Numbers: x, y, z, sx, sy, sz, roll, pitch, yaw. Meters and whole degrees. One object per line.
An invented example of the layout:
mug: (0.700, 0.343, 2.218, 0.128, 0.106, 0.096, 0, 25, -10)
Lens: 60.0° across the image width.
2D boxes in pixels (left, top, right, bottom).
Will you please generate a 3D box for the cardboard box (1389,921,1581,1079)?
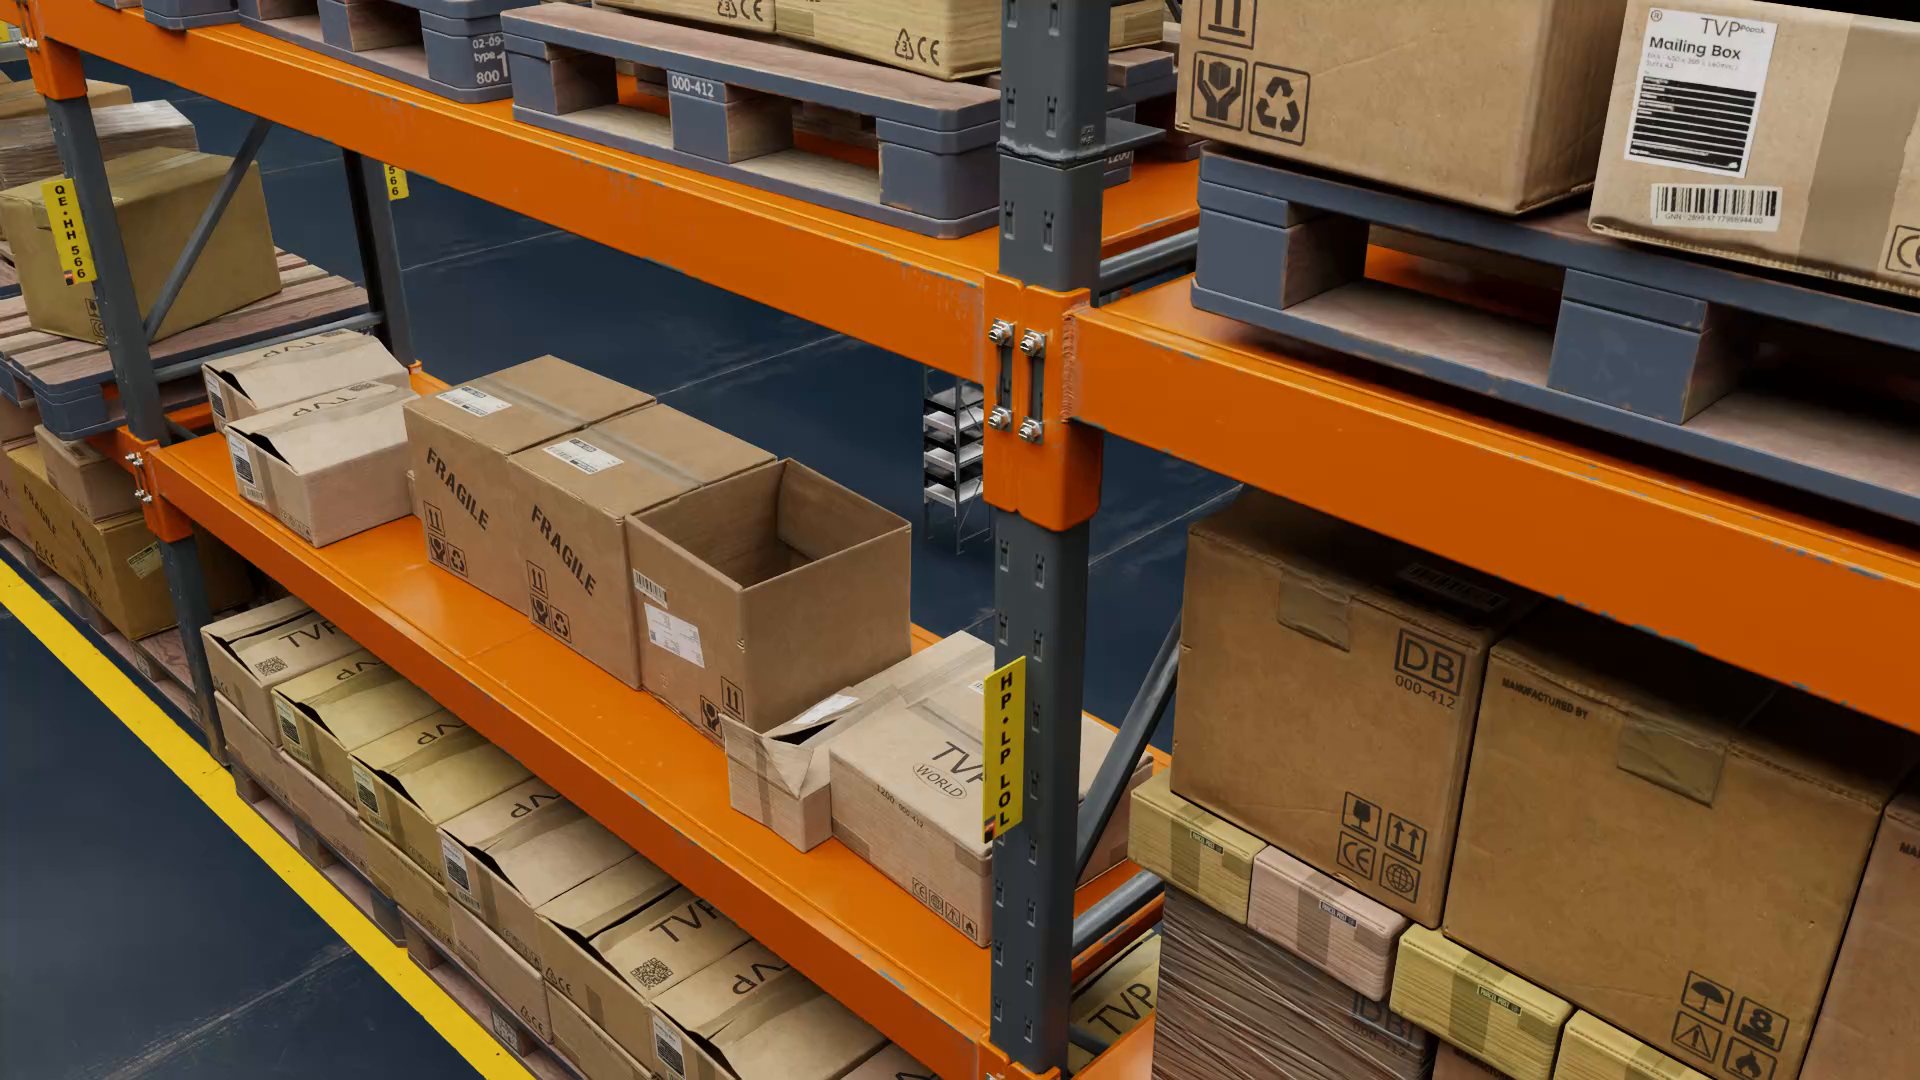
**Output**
cardboard box: (0.867, 0.625, 2.535, 0.250, 0.149, 0.380, 23, 36, 37)

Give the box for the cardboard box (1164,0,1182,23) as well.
cardboard box: (2.161, -4.301, 14.539, 0.875, 0.875, 1.225, 25, 36, 39)

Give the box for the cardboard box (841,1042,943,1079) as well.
cardboard box: (-0.043, 1.384, 3.795, 0.500, 0.311, 0.500, 25, 36, 38)

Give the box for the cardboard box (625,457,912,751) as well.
cardboard box: (-0.465, 0.166, 4.103, 0.500, 0.500, 0.500, -22, 35, -36)

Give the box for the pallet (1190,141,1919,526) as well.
pallet: (1.073, -0.380, 2.122, 1.213, 0.211, 1.003, 25, 36, 38)

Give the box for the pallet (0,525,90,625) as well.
pallet: (-3.777, -0.087, 7.688, 1.213, 0.211, 1.003, 25, 36, 38)

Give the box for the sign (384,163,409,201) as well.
sign: (-2.018, -1.364, 5.878, 0.005, 0.325, 0.100, 25, 36, 38)

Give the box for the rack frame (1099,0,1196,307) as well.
rack frame: (1.070, -2.309, 8.919, 0.127, 3.000, 1.000, 25, 36, 38)

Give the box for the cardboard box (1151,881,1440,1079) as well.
cardboard box: (0.768, 0.737, 3.018, 0.500, 0.500, 0.700, 23, 36, 37)

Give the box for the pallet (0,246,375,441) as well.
pallet: (-2.938, -0.780, 6.216, 1.003, 0.211, 1.213, 25, 36, 38)

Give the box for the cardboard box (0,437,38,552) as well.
cardboard box: (-3.984, -0.320, 7.349, 0.500, 0.500, 0.500, 23, 35, 37)

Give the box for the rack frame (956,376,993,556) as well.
rack frame: (0.067, -0.368, 7.483, 0.006, 0.900, 0.240, 25, 36, 38)

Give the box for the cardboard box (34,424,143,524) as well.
cardboard box: (-3.280, -0.331, 6.564, 0.500, 0.250, 0.500, -24, 36, -37)

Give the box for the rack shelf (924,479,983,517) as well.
rack shelf: (-0.006, -0.212, 7.645, 0.200, 0.077, 0.258, 25, 36, 38)

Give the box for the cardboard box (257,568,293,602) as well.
cardboard box: (-2.529, 0.002, 6.737, 0.500, 0.500, 0.500, -23, 36, -37)

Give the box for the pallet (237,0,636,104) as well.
pallet: (-1.059, -1.355, 4.084, 1.003, 0.211, 1.213, -23, 36, -37)

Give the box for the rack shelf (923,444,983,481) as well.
rack shelf: (-0.006, -0.371, 7.561, 0.200, 0.077, 0.258, 25, 36, 38)

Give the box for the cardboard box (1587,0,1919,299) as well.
cardboard box: (1.006, -0.469, 1.691, 0.500, 0.311, 0.500, 22, 35, 36)

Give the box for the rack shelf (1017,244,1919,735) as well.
rack shelf: (1.873, 0.282, 1.541, 4.000, 0.370, 1.077, 25, 36, 38)

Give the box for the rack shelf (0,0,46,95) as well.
rack shelf: (-3.831, -2.328, 6.505, 4.000, 0.370, 1.077, 25, 36, 38)

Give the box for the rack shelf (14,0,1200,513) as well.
rack shelf: (-0.979, -1.023, 4.023, 4.000, 0.370, 1.077, 25, 36, 38)

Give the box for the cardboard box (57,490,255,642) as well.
cardboard box: (-3.237, 0.018, 6.706, 0.500, 0.500, 0.500, -24, 36, -37)

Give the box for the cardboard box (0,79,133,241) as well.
cardboard box: (-3.954, -1.646, 7.099, 0.500, 0.500, 0.700, 15, 31, 26)

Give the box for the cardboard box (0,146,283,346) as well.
cardboard box: (-2.933, -1.065, 5.993, 0.500, 0.500, 0.700, 12, 30, 22)

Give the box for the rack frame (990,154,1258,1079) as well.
rack frame: (0.447, 0.639, 3.313, 0.127, 3.000, 1.000, 25, 36, 38)

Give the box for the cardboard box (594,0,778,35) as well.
cardboard box: (-0.379, -1.191, 3.279, 0.500, 0.250, 0.500, 21, 34, 34)

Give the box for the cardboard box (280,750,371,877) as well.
cardboard box: (-1.879, 0.797, 5.515, 0.500, 0.250, 0.500, 23, 36, 37)

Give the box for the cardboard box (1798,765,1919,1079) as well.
cardboard box: (1.486, 0.491, 2.092, 0.500, 0.500, 0.700, 25, 36, 38)

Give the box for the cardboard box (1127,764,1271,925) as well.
cardboard box: (0.503, 0.459, 2.849, 0.250, 0.149, 0.380, 25, 36, 38)

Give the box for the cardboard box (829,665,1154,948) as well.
cardboard box: (0.065, 0.559, 3.625, 0.500, 0.250, 0.500, -23, 35, -36)

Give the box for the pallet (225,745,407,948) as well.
pallet: (-1.846, 0.849, 5.908, 1.213, 0.211, 1.003, 25, 36, 38)

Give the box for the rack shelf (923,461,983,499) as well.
rack shelf: (-0.006, -0.292, 7.603, 0.200, 0.077, 0.258, 25, 36, 38)

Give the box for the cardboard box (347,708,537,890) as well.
cardboard box: (-1.495, 0.720, 5.058, 0.500, 0.311, 0.500, 23, 36, 37)

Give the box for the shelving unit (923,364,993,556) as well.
shelving unit: (-0.006, -0.401, 7.546, 0.210, 0.900, 0.258, 25, 36, 38)

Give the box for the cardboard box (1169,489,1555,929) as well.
cardboard box: (0.768, 0.163, 2.716, 0.500, 0.500, 0.700, 25, 37, 39)

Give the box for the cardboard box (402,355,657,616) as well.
cardboard box: (-1.197, -0.169, 4.741, 0.500, 0.500, 0.500, 22, 35, 36)

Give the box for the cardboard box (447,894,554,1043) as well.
cardboard box: (-1.138, 1.132, 4.878, 0.500, 0.250, 0.500, -24, 36, -38)

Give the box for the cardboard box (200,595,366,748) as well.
cardboard box: (-2.238, 0.385, 5.696, 0.500, 0.311, 0.500, -24, 36, -38)

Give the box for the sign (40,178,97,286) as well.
sign: (-2.779, -0.961, 5.195, 0.005, 0.325, 0.100, 25, 36, 38)

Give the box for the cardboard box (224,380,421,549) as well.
cardboard box: (-1.903, -0.271, 5.138, 0.500, 0.311, 0.500, 24, 36, 38)

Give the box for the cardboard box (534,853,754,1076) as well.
cardboard box: (-0.772, 1.053, 4.425, 0.500, 0.311, 0.500, 24, 36, 38)
